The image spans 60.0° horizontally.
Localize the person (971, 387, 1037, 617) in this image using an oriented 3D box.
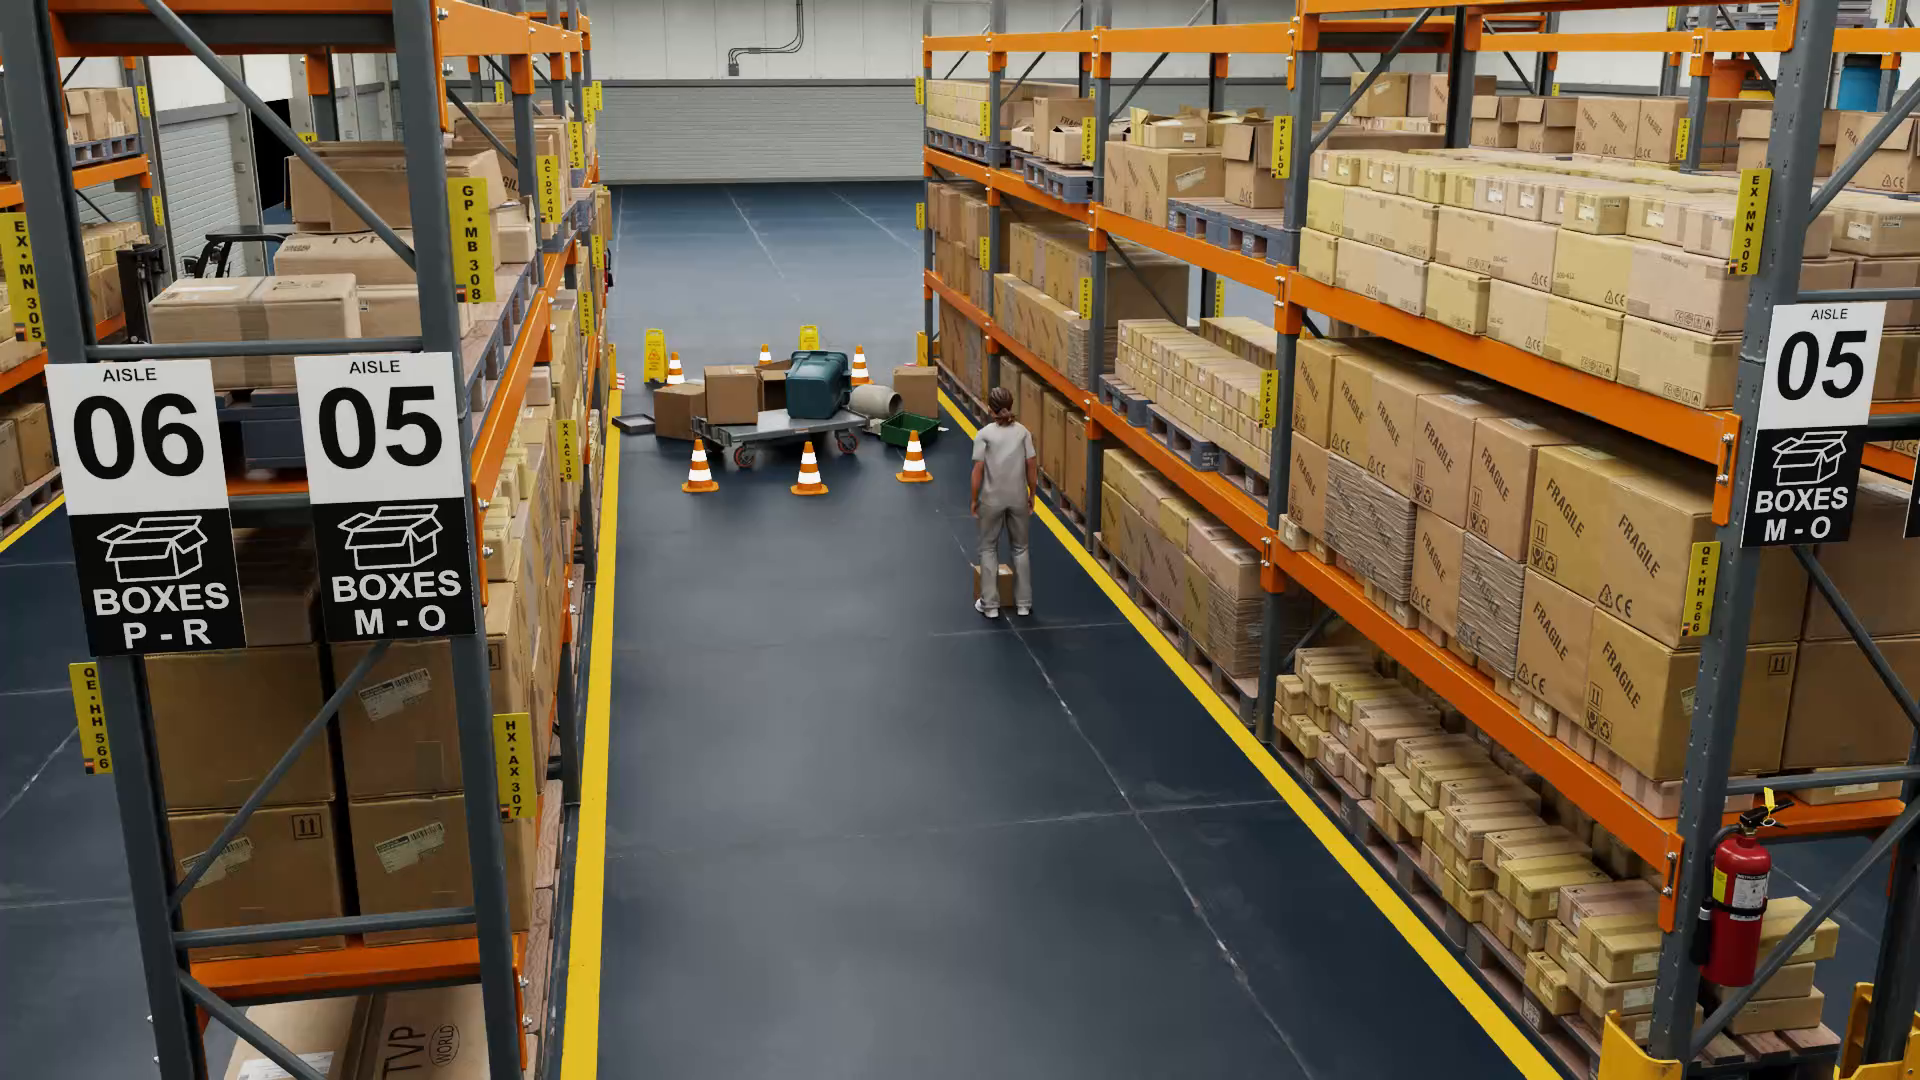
[{"bbox_3d":[0.311,-0.271,11.957,0.485,1.672,0.357,-3,17,-11],"label":"person"}]
